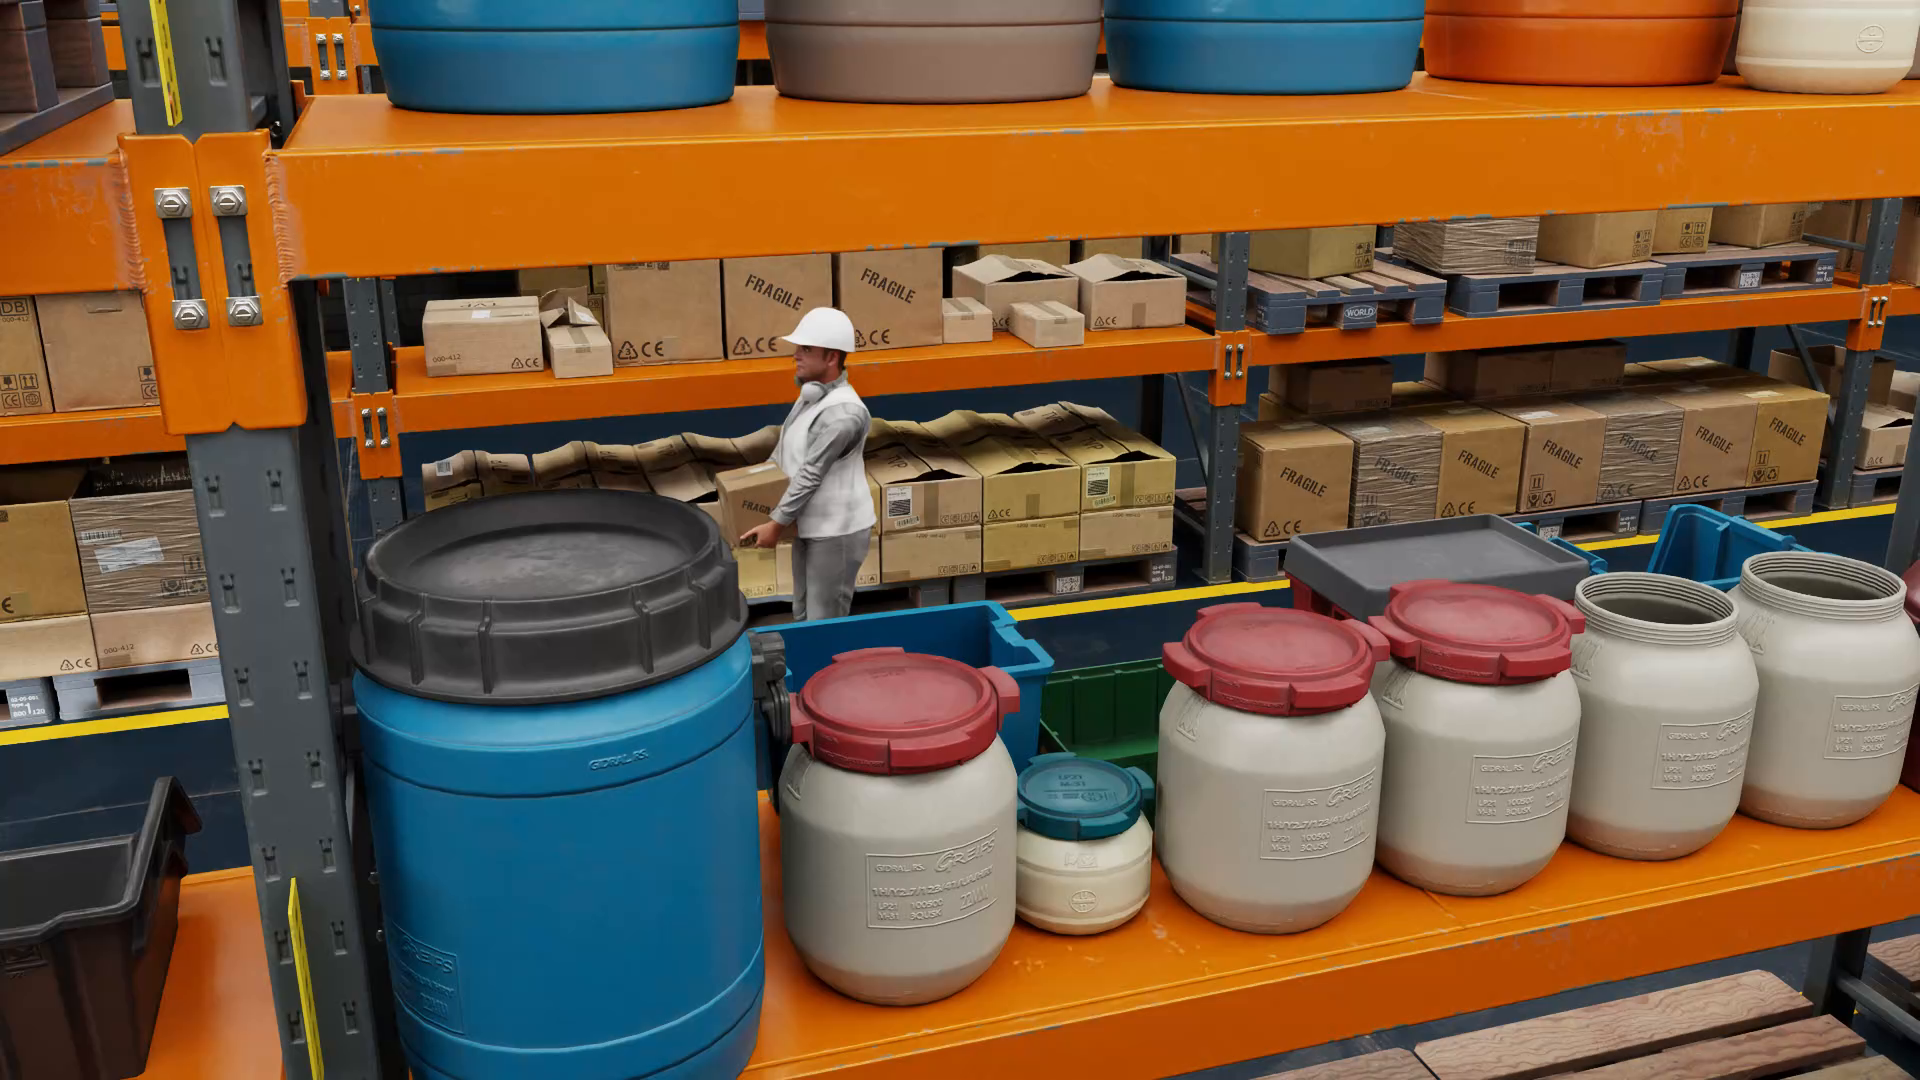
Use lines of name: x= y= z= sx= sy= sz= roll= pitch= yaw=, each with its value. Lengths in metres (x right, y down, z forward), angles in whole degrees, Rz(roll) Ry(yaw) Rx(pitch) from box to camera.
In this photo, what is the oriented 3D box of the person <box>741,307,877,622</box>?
person: x=-0.625 y=-0.045 z=6.662 sx=0.558 sy=1.772 sz=0.495 roll=-6 pitch=20 yaw=-18
